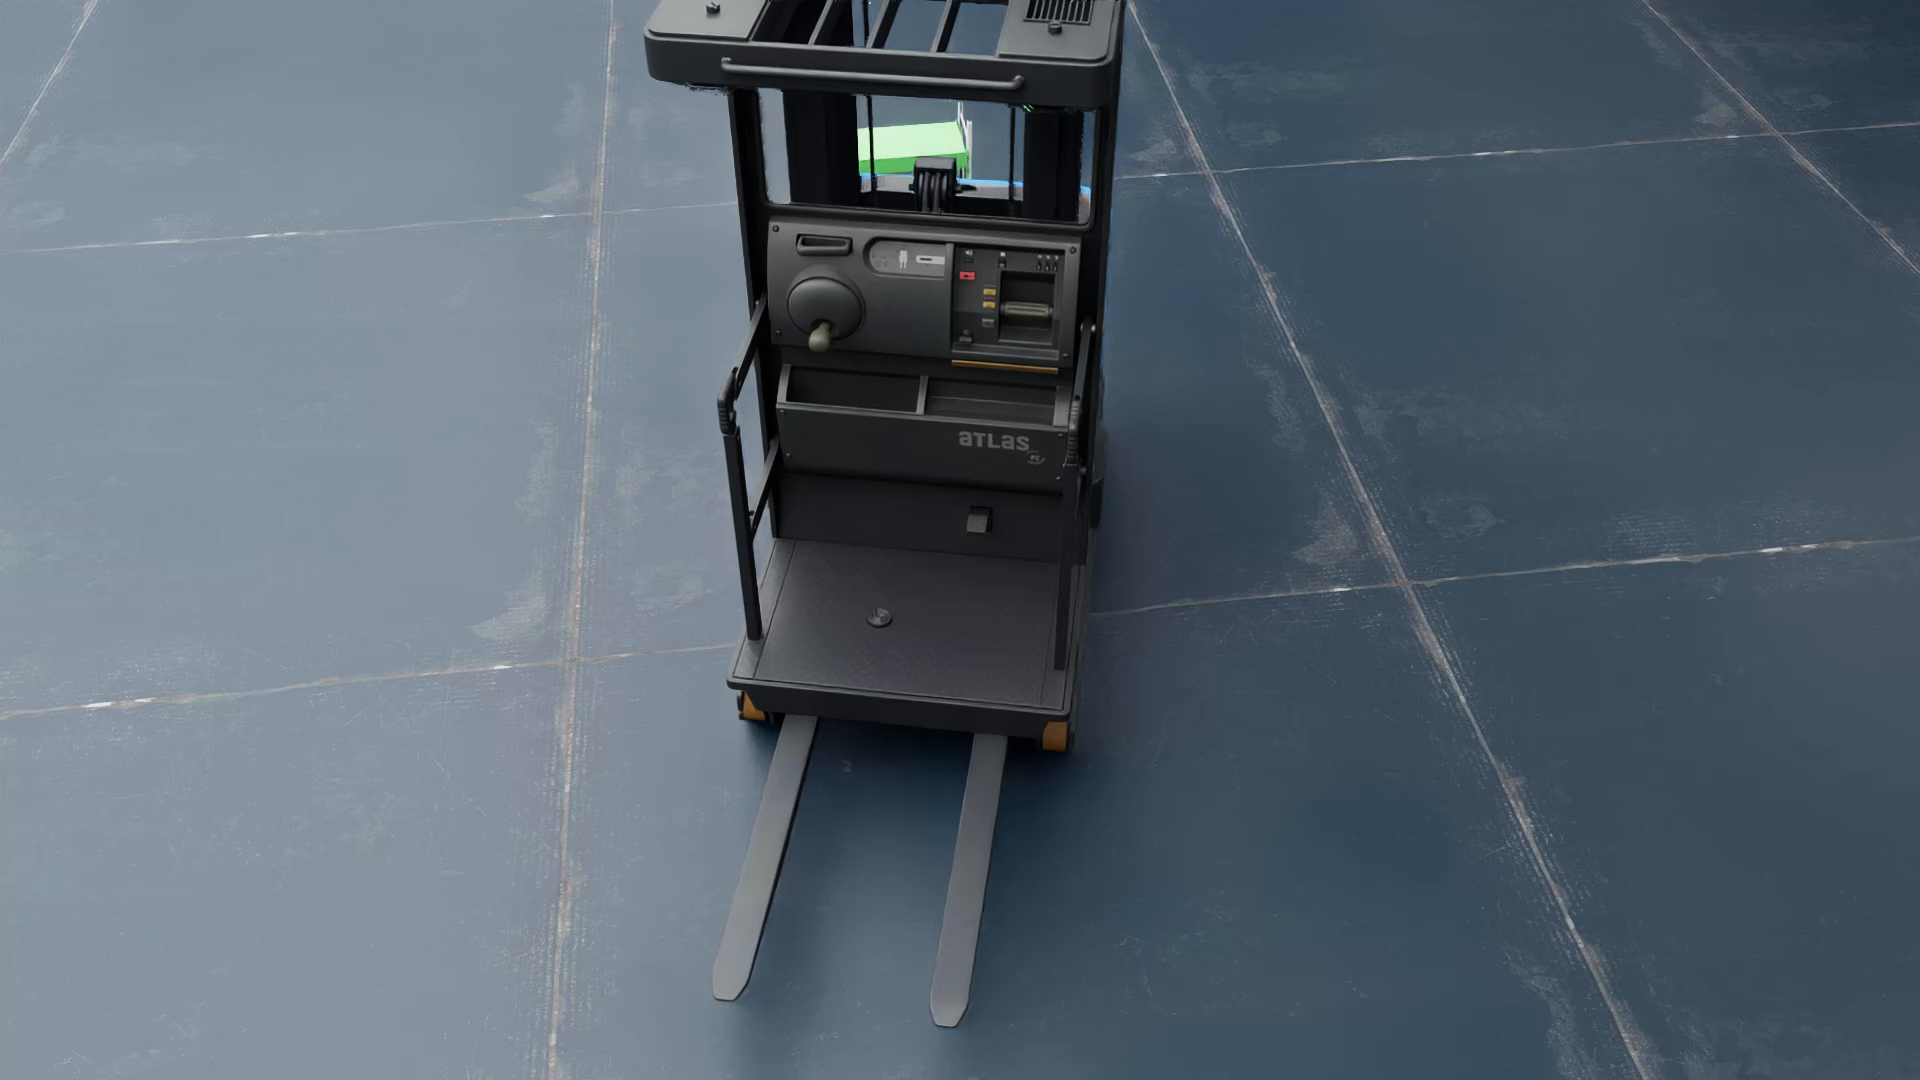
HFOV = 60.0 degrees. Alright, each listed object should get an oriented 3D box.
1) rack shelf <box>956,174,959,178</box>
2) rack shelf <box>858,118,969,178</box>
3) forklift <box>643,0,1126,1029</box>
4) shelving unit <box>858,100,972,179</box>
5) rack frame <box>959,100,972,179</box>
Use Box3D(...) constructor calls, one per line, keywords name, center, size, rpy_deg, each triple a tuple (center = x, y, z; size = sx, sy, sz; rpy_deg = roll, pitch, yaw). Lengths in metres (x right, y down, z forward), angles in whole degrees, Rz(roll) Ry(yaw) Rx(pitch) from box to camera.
Box3D(name="rack shelf", center=(-0.222, -1.292, 6.524), size=(0.480, 0.148, 0.258), rpy_deg=(-6, 42, -6))
Box3D(name="rack shelf", center=(-0.222, -1.471, 6.363), size=(0.480, 0.148, 0.258), rpy_deg=(-6, 42, -6))
Box3D(name="forklift", center=(-0.138, -0.648, 4.780), size=(1.130, 2.935, 3.031), rpy_deg=(5, 42, 6))
Box3D(name="shelving unit", center=(-0.222, -1.162, 6.642), size=(0.503, 1.200, 0.258), rpy_deg=(-6, 42, -6))
Box3D(name="rack frame", center=(0.019, -1.186, 6.669), size=(0.015, 1.200, 0.240), rpy_deg=(-6, 42, -6))
